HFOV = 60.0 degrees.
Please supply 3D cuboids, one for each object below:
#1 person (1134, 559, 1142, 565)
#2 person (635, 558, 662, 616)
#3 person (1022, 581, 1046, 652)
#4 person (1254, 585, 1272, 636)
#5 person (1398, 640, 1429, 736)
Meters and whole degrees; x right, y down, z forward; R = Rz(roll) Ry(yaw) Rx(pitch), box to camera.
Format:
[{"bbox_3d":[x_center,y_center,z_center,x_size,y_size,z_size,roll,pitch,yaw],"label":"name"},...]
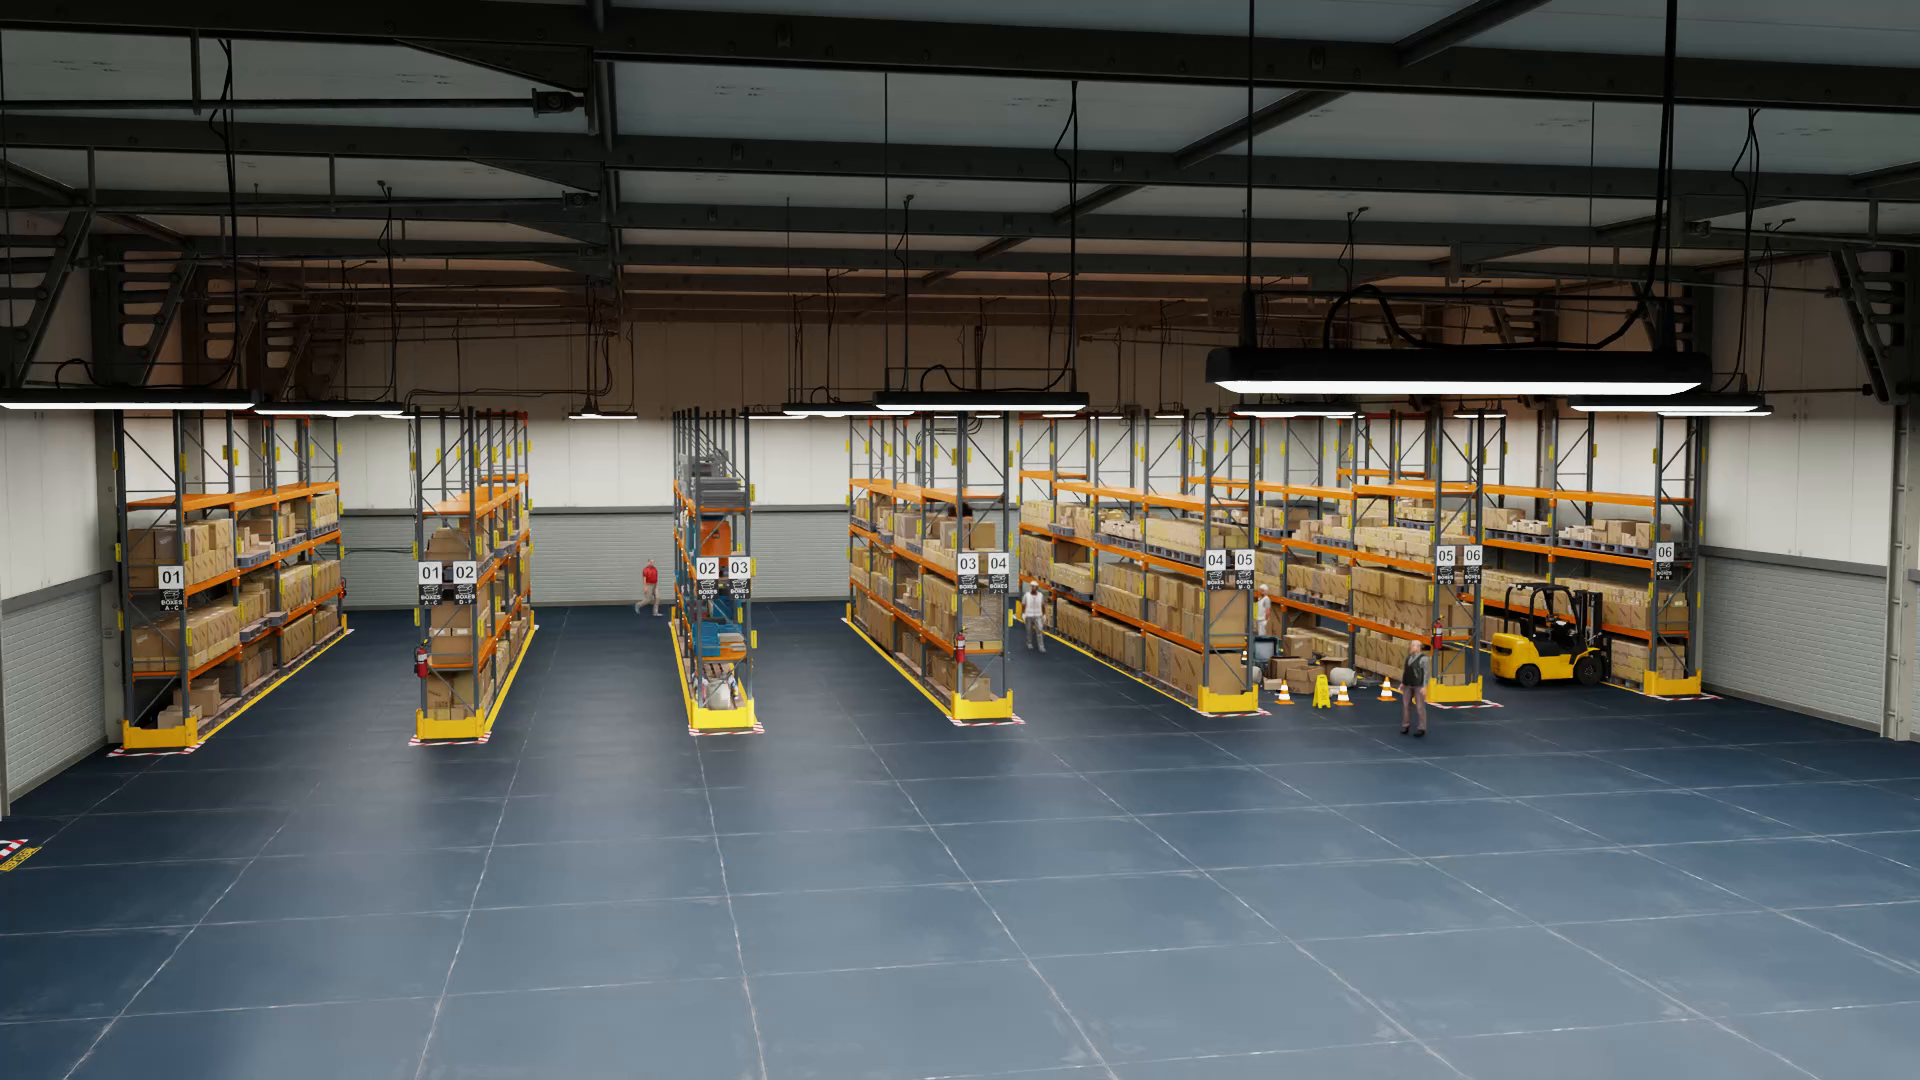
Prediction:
[{"bbox_3d":[5.528,1.224,51.698,0.440,1.682,0.440,-1,4,-9],"label":"person"},{"bbox_3d":[-9.152,1.385,48.951,0.777,1.693,0.608,2,5,26],"label":"person"},{"bbox_3d":[1.863,1.888,41.323,0.643,1.715,1.018,-1,4,-8],"label":"person"},{"bbox_3d":[7.307,1.979,40.218,0.433,1.791,0.610,0,4,7],"label":"person"},{"bbox_3d":[8.298,2.692,30.403,0.583,1.727,0.398,4,6,44],"label":"person"}]
